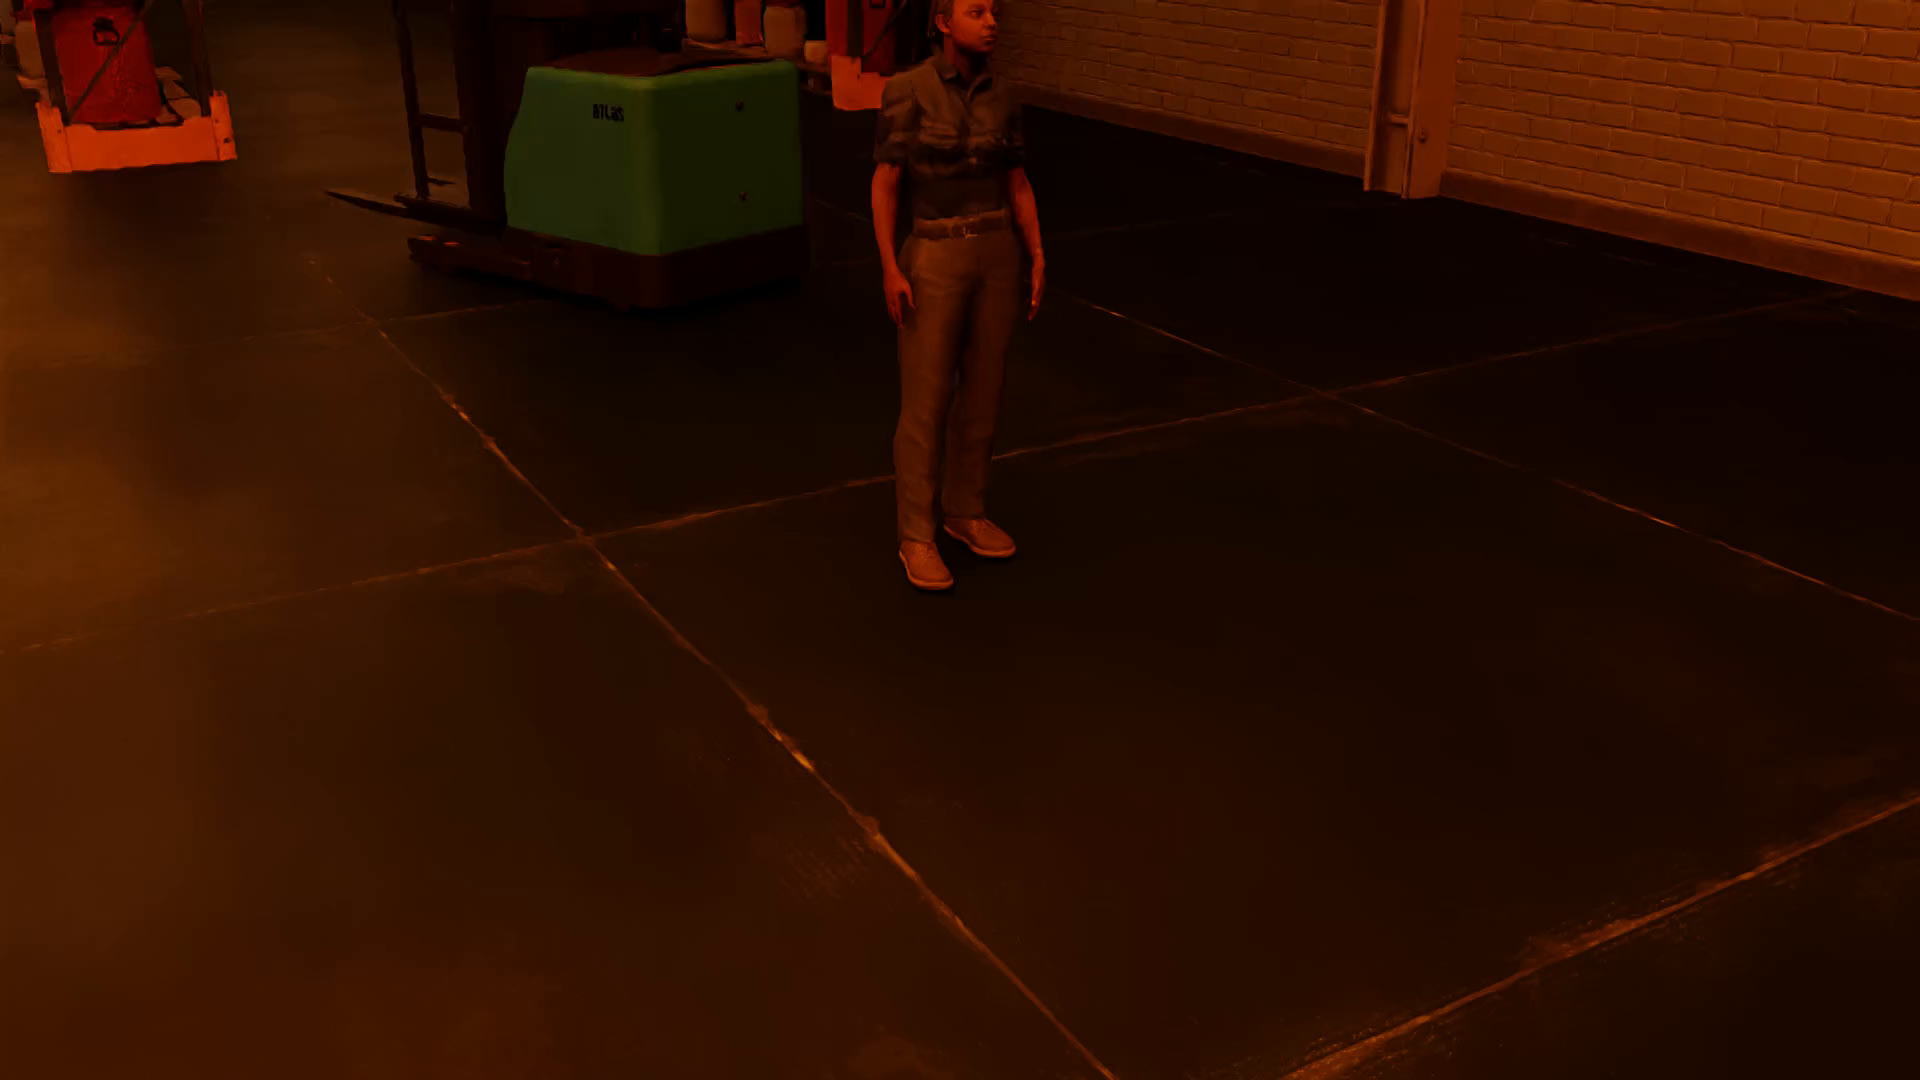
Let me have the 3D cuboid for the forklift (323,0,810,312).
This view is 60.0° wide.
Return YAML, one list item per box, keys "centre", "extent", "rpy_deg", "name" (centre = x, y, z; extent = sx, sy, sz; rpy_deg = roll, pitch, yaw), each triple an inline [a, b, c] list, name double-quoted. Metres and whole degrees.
- centre: [-2.196, -2.839, 8.192]
  extent: [3.031, 2.935, 1.130]
  rpy_deg: [18, 28, 36]
  name: "forklift"

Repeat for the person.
- centre: [0.027, -0.739, 4.738]
  extent: [0.570, 1.654, 0.503]
  rpy_deg: [-12, 25, -28]
  name: "person"
